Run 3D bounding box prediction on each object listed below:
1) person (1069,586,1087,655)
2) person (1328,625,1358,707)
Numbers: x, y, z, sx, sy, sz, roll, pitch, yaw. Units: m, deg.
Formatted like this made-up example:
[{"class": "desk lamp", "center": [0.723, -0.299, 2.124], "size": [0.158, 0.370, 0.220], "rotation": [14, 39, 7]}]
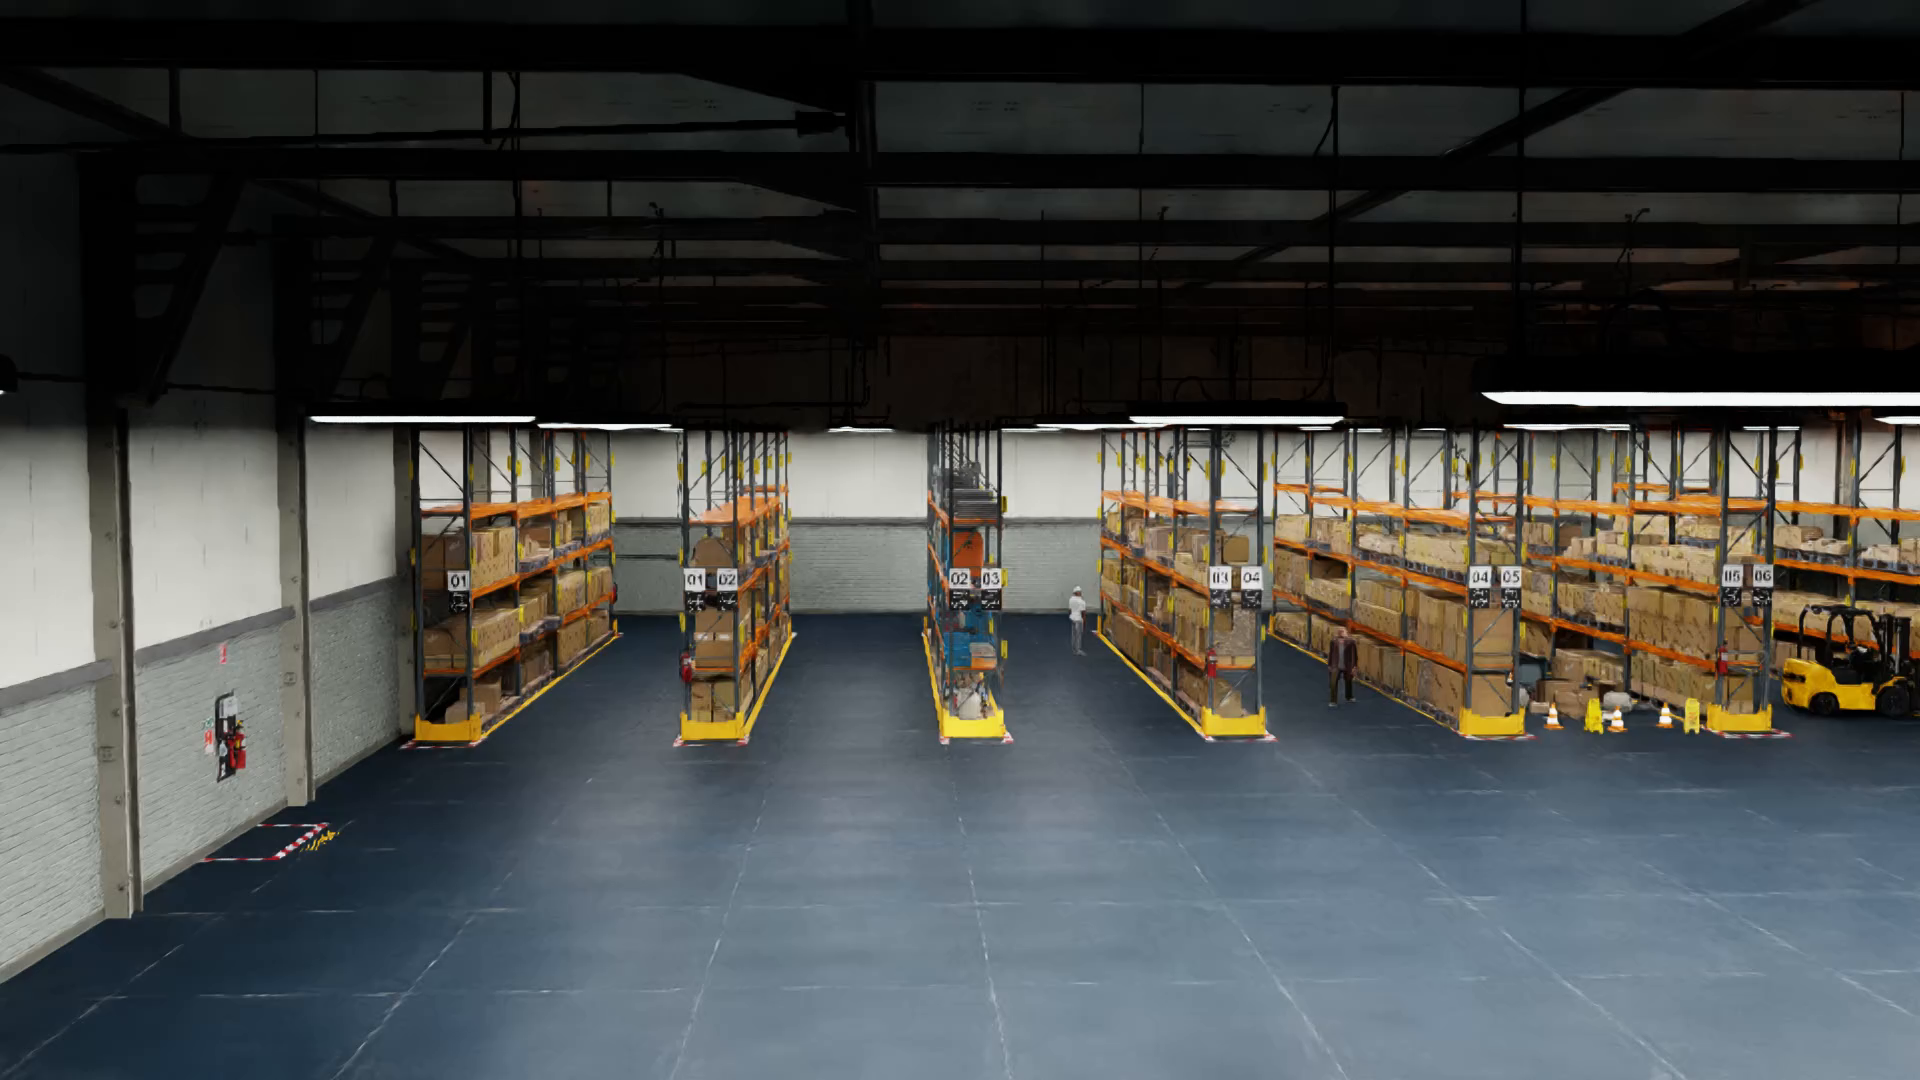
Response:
[{"class": "person", "center": [3.076, 2.074, 42.988], "size": [0.446, 1.756, 0.628], "rotation": [-2, 4, -33]}, {"class": "person", "center": [8.023, 2.632, 34.866], "size": [0.635, 1.722, 1.046], "rotation": [1, 4, 18]}]
